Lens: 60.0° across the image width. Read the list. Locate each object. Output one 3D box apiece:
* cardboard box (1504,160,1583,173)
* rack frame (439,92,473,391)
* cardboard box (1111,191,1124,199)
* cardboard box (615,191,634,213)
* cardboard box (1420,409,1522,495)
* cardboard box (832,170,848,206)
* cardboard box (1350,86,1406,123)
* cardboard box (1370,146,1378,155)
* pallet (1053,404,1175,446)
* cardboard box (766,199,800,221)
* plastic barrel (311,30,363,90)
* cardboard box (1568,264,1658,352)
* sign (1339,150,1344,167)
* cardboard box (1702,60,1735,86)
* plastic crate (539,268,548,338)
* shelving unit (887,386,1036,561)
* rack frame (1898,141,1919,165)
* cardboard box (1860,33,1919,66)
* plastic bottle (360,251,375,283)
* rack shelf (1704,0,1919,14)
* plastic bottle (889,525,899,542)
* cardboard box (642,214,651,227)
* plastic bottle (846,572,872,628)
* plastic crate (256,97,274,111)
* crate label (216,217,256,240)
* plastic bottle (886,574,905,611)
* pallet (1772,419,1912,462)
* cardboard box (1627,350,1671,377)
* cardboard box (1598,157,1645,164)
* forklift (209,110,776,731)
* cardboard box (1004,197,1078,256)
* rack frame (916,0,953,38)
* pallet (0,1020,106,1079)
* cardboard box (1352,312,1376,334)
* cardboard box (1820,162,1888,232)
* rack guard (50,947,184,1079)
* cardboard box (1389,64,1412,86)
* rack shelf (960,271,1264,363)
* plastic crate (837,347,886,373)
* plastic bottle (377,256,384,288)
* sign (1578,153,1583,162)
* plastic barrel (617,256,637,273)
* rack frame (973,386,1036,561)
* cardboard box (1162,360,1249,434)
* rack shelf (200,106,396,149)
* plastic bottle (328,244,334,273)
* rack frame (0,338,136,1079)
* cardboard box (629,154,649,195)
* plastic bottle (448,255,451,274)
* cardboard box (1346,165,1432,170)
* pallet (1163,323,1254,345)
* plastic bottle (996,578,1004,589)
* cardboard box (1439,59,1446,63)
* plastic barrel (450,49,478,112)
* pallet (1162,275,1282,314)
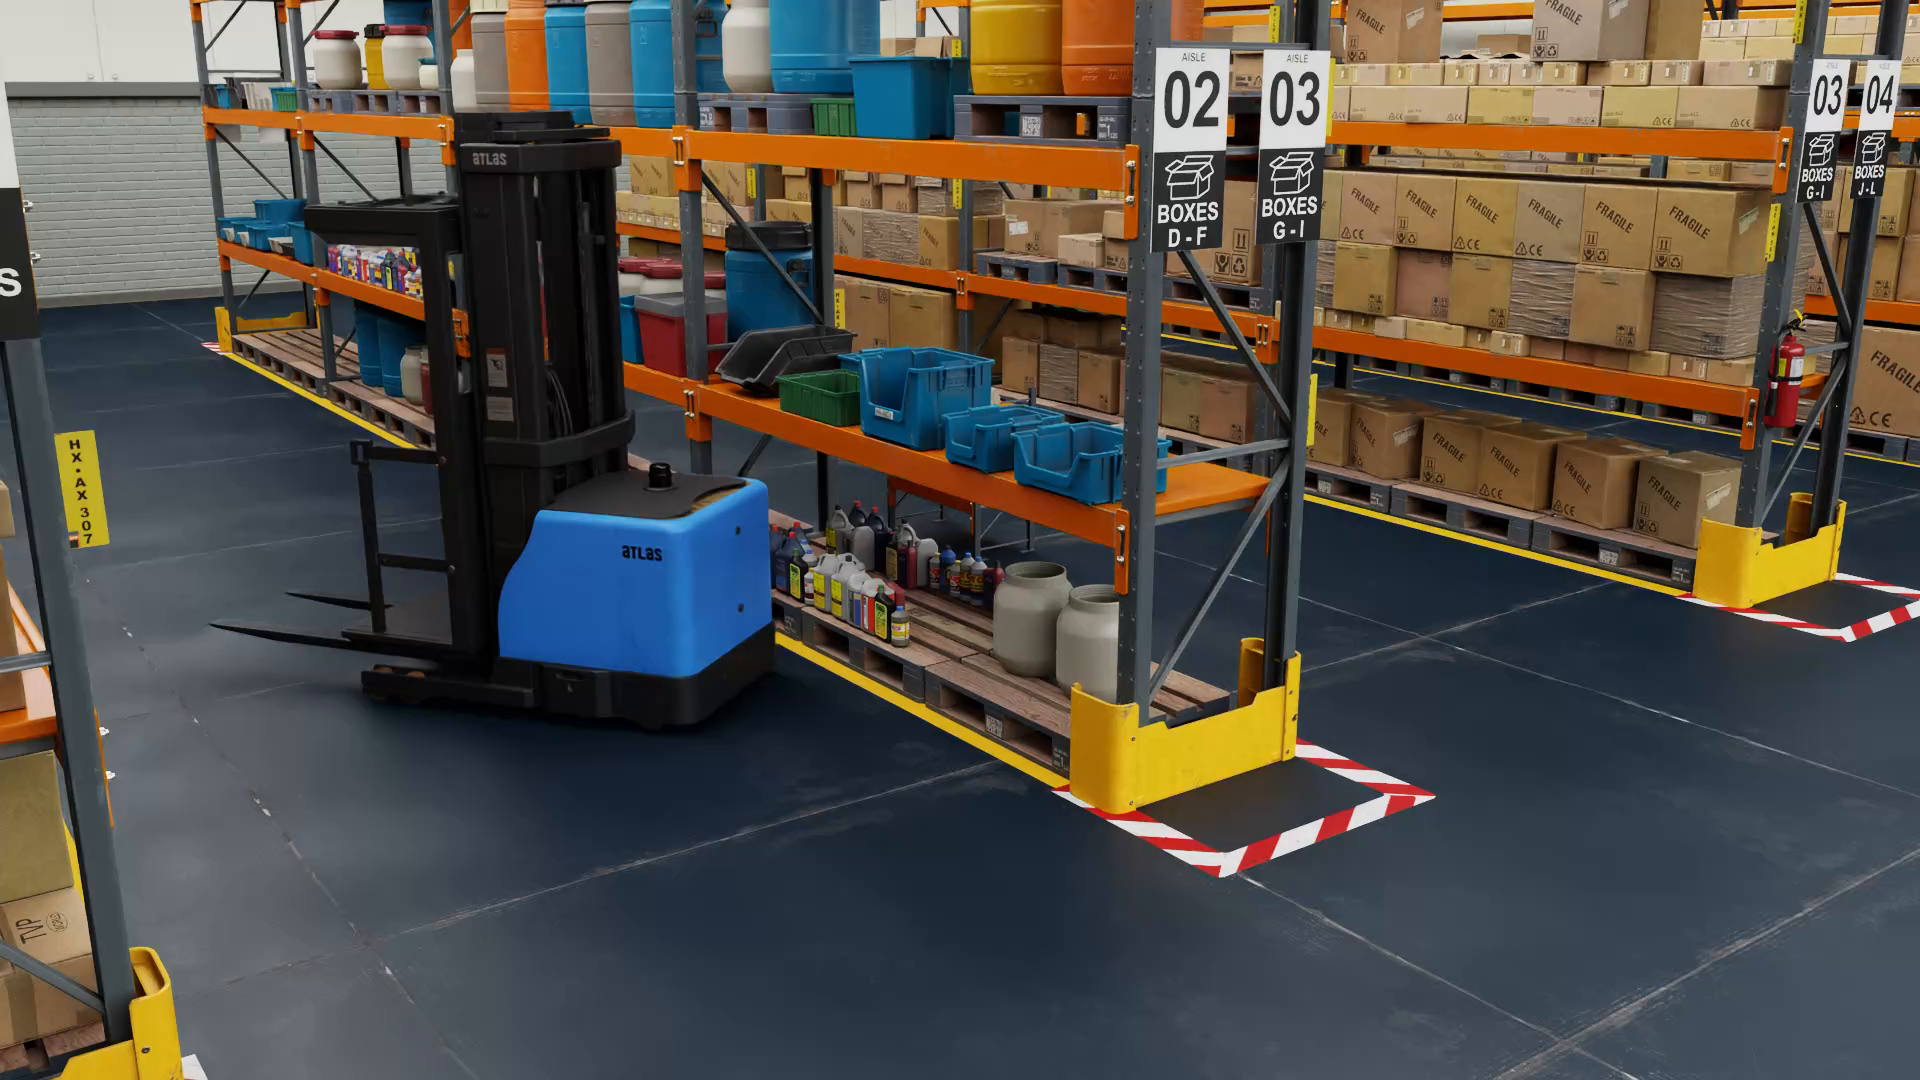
[{"bbox_3d":[5.949,-3.591,16.931,0.700,0.500,0.500,-11,19,-34],"label":"cardboard box"},{"bbox_3d":[-3.583,-2.075,13.475,1.000,3.000,0.127,-11,19,-35],"label":"rack frame"},{"bbox_3d":[2.156,-4.460,21.308,0.380,0.149,0.250,-11,19,-36],"label":"cardboard box"},{"bbox_3d":[-4.217,-4.479,21.978,0.500,0.250,0.500,-11,19,-36],"label":"cardboard box"},{"bbox_3d":[3.750,-0.653,12.221,0.500,0.500,0.500,-13,20,-39],"label":"cardboard box"},{"bbox_3d":[-1.152,-3.946,18.223,0.797,0.503,0.637,-11,19,-34],"label":"cardboard box"},{"bbox_3d":[3.148,-3.116,11.881,0.500,0.250,0.500,-11,19,-35],"label":"cardboard box"},{"bbox_3d":[6.114,-5.628,24.373,0.500,0.500,0.500,-11,19,-34],"label":"cardboard box"},{"bbox_3d":[1.595,-1.071,15.090,1.003,0.211,1.213,-11,19,-35],"label":"pallet"},{"bbox_3d":[-1.860,-3.609,18.891,0.500,0.500,0.500,-11,19,-34],"label":"cardboard box"},{"bbox_3d":[-5.828,-4.493,15.574,0.433,0.535,0.433,0,15,0],"label":"plastic barrel"},{"bbox_3d":[4.435,-1.537,10.757,0.875,0.500,0.500,-11,19,-35],"label":"cardboard box"},{"bbox_3d":[5.639,-5.605,24.584,0.100,0.325,0.005,-11,19,-35],"label":"sign"},{"bbox_3d":[4.653,-2.787,9.923,0.380,0.149,0.250,-12,19,-36],"label":"cardboard box"},{"bbox_3d":[-2.880,-1.713,12.032,0.402,0.464,0.583,-11,19,-35],"label":"plastic crate"},{"bbox_3d":[-0.004,-0.544,11.433,0.538,1.125,1.048,-11,19,-35],"label":"shelving unit"},{"bbox_3d":[10.791,-3.528,18.783,1.000,3.000,0.127,-11,19,-35],"label":"rack frame"},{"bbox_3d":[7.801,-4.036,13.692,0.500,0.250,0.500,-11,19,-34],"label":"cardboard box"},{"bbox_3d":[-5.427,-2.514,15.313,0.152,0.276,0.135,-11,19,-35],"label":"plastic bottle"},{"bbox_3d":[9.615,-6.309,19.699,1.077,0.370,4.000,-11,19,-35],"label":"rack shelf"},{"bbox_3d":[-0.377,0.039,10.063,0.061,0.283,0.133,-9,18,-31],"label":"plastic bottle"},{"bbox_3d":[-3.882,-4.139,21.493,0.380,0.149,0.250,-11,19,-35],"label":"cardboard box"},{"bbox_3d":[-0.521,0.323,9.040,0.152,0.276,0.135,-11,19,-36],"label":"plastic bottle"},{"bbox_3d":[-6.991,-4.461,17.011,0.293,0.136,0.466,-11,19,-35],"label":"plastic crate"},{"bbox_3d":[-8.408,-3.628,19.351,0.416,0.233,0.303,-11,19,-35],"label":"crate label"},{"bbox_3d":[-0.354,0.333,8.991,0.061,0.283,0.133,-11,19,-35],"label":"plastic bottle"},{"bbox_3d":[7.952,-0.958,14.675,1.003,0.211,1.213,-11,19,-35],"label":"pallet"},{"bbox_3d":[4.457,-1.142,10.542,0.380,0.149,0.250,-11,19,-35],"label":"cardboard box"},{"bbox_3d":[8.517,-4.644,21.314,0.500,0.500,0.500,-12,19,-36],"label":"cardboard box"},{"bbox_3d":[-2.558,-0.700,8.581,3.031,2.935,1.130,5,16,18],"label":"forklift"},{"bbox_3d":[0.773,-2.985,15.817,0.500,0.500,0.500,-14,21,-41],"label":"cardboard box"},{"bbox_3d":[-0.209,-8.194,24.467,1.000,3.000,0.127,-11,19,-35],"label":"rack frame"},{"bbox_3d":[-3.372,1.590,5.368,1.003,0.211,1.213,-11,19,-35],"label":"pallet"},{"bbox_3d":[3.119,-1.619,12.287,0.380,0.149,0.250,-11,19,-35],"label":"cardboard box"},{"bbox_3d":[7.660,-3.011,14.565,0.875,0.550,0.550,-11,19,-35],"label":"cardboard box"},{"bbox_3d":[-2.874,1.612,4.739,1.175,0.500,0.348,-11,19,-35],"label":"rack guard"},{"bbox_3d":[3.250,-3.286,11.746,0.380,0.149,0.250,-10,18,-33],"label":"cardboard box"},{"bbox_3d":[1.599,-2.070,14.818,1.077,0.370,4.000,-11,19,-35],"label":"rack shelf"},{"bbox_3d":[-0.361,-0.955,9.664,0.499,0.251,0.616,-11,19,-35],"label":"plastic crate"},{"bbox_3d":[-5.187,-2.412,14.950,0.097,0.271,0.097,0,15,0],"label":"plastic bottle"},{"bbox_3d":[7.992,-4.853,21.434,0.100,0.325,0.005,-11,19,-35],"label":"sign"},{"bbox_3d":[-2.558,-1.852,12.450,0.421,0.512,0.421,0,15,0],"label":"plastic barrel"},{"bbox_3d":[0.295,-0.435,11.036,0.500,1.125,0.032,-11,19,-35],"label":"rack frame"},{"bbox_3d":[2.166,-1.235,14.309,0.700,0.500,0.500,-11,19,-35],"label":"cardboard box"},{"bbox_3d":[-7.111,-4.456,17.855,1.077,0.370,4.000,-11,19,-35],"label":"rack shelf"},{"bbox_3d":[-6.064,-2.728,16.083,0.061,0.283,0.133,-11,19,-35],"label":"plastic bottle"},{"bbox_3d":[-2.888,0.401,4.427,1.000,3.000,0.127,-11,19,-35],"label":"rack frame"},{"bbox_3d":[-3.923,-4.734,21.489,0.500,0.500,0.500,-11,19,-36],"label":"cardboard box"},{"bbox_3d":[-4.715,-2.571,15.524,0.152,0.276,0.135,-11,19,-35],"label":"plastic bottle"},{"bbox_3d":[3.262,-2.610,12.784,0.500,0.500,0.500,-11,19,-35],"label":"cardboard box"},{"bbox_3d":[3.323,-2.674,20.948,1.003,0.211,1.213,-11,19,-35],"label":"pallet"},{"bbox_3d":[0.246,0.313,9.217,0.097,0.201,0.097,0,15,0],"label":"plastic bottle"},{"bbox_3d":[5.037,-4.922,17.493,0.500,0.250,0.500,-10,18,-33],"label":"cardboard box"},{"bbox_3d":[-3.648,-3.462,12.648,0.421,0.512,0.421,0,15,0],"label":"plastic barrel"},{"bbox_3d":[2.444,-2.083,13.867,1.003,0.211,1.213,-11,19,-35],"label":"pallet"}]
